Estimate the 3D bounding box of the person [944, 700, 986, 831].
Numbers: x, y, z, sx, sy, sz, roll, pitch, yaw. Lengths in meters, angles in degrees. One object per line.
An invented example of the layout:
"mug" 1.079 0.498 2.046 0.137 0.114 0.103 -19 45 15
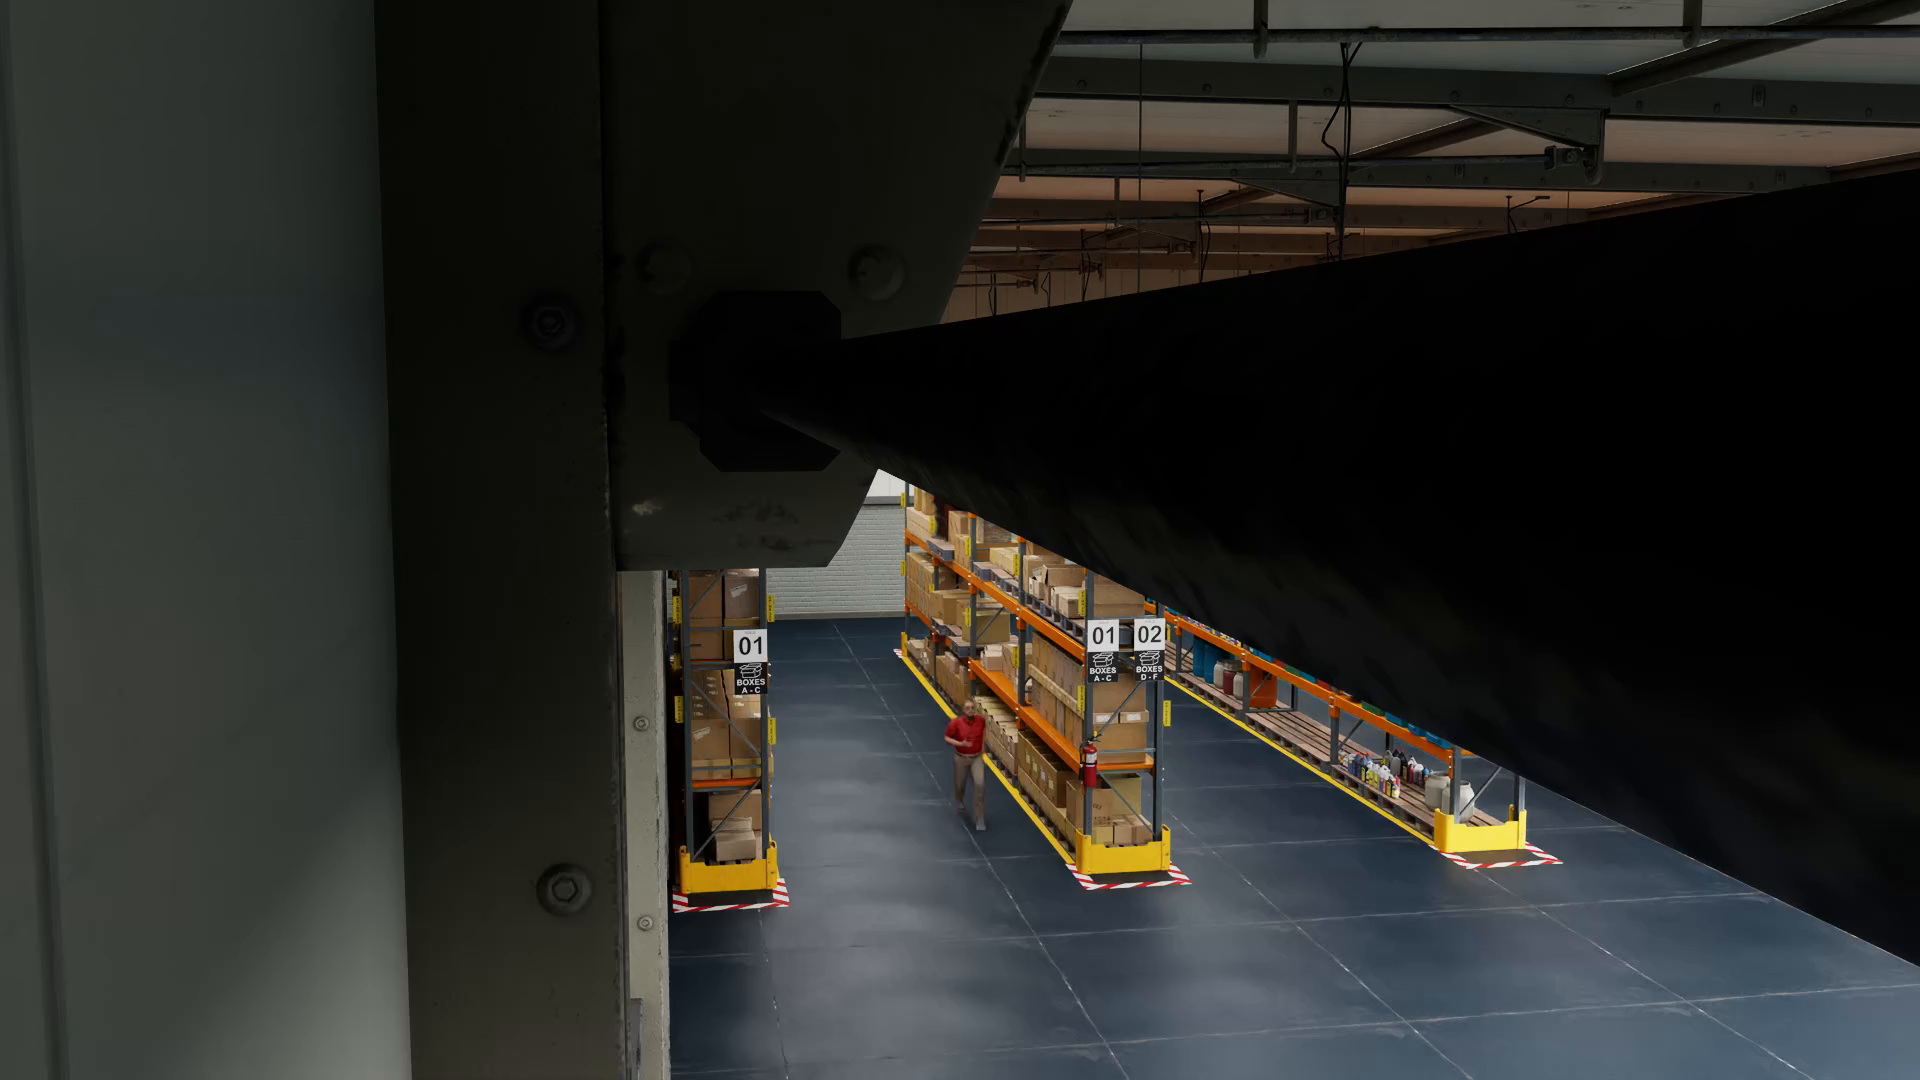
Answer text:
"person" 0.079 3.096 23.157 0.626 1.789 1.007 -1 6 -9
